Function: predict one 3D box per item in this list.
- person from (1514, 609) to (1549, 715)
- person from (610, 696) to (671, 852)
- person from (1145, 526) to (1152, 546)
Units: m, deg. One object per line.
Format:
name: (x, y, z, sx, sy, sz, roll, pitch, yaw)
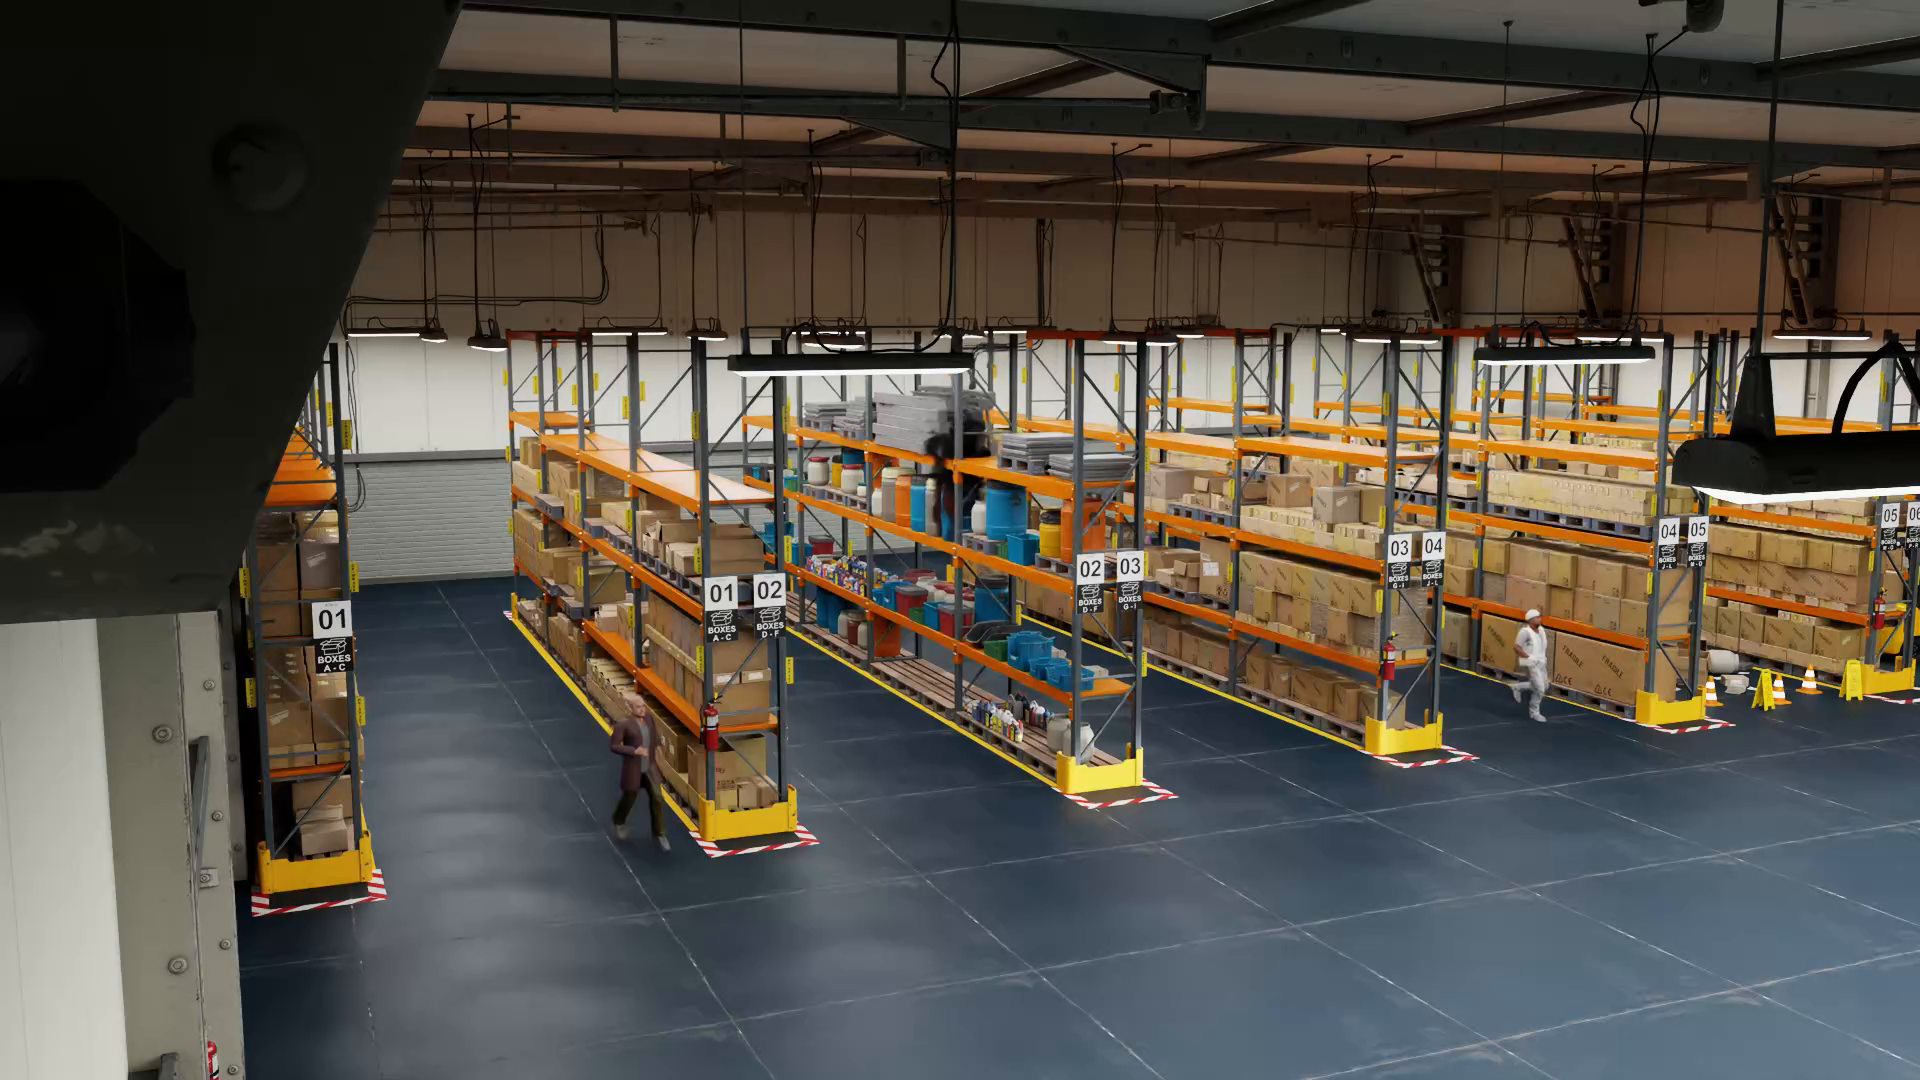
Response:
person: (8.954, 1.908, 26.088, 0.712, 1.662, 0.586, -7, 11, -43)
person: (-3.843, 2.747, 19.836, 0.761, 1.830, 0.968, -7, 10, -41)
person: (4.157, 0.425, 37.872, 0.542, 1.558, 0.547, -3, 8, -22)
